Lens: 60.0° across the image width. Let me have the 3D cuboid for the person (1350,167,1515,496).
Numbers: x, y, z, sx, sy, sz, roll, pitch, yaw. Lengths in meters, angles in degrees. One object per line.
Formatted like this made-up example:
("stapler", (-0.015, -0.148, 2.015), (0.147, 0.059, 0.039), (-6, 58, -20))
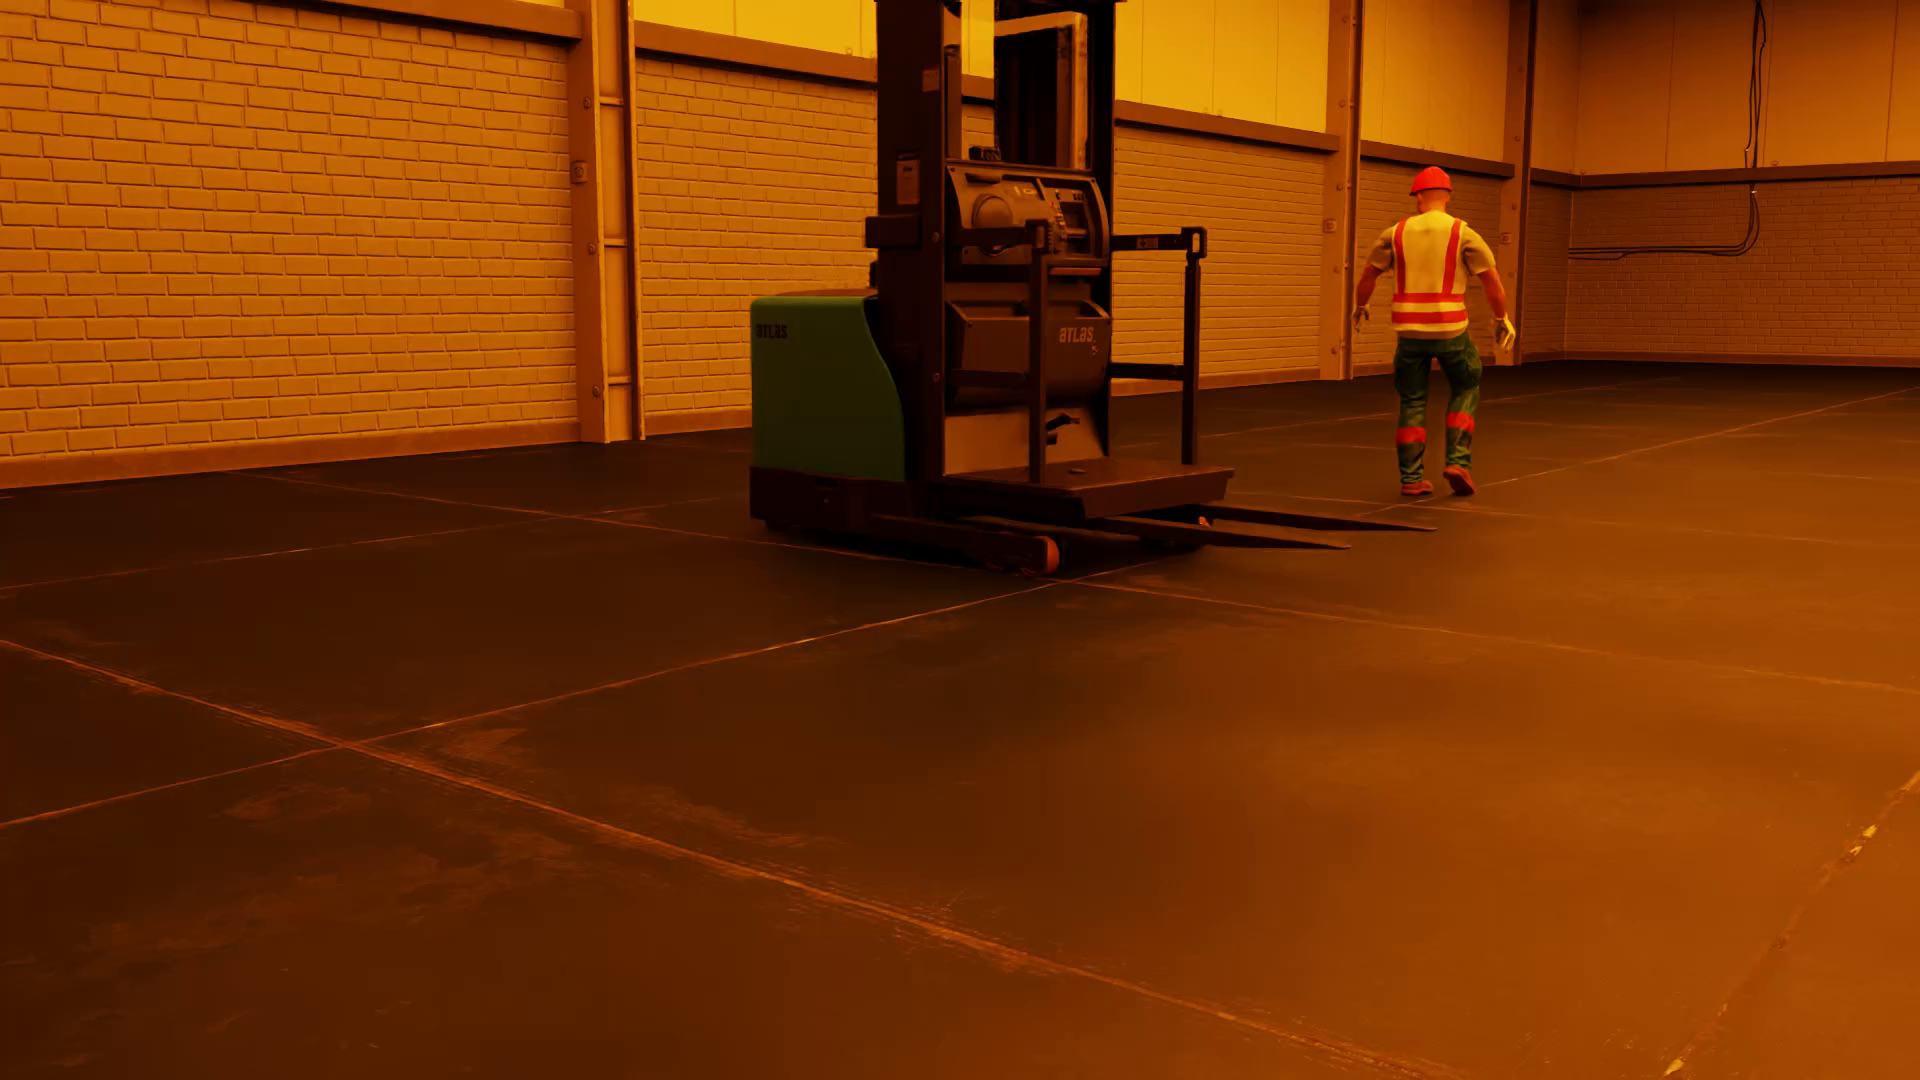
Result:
("person", (2.542, -1.117, 9.059), (0.898, 1.786, 0.483), (5, 10, 30))

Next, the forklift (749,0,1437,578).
("forklift", (0.446, -1.390, 6.779), (3.031, 2.935, 1.130), (8, 11, 43))
